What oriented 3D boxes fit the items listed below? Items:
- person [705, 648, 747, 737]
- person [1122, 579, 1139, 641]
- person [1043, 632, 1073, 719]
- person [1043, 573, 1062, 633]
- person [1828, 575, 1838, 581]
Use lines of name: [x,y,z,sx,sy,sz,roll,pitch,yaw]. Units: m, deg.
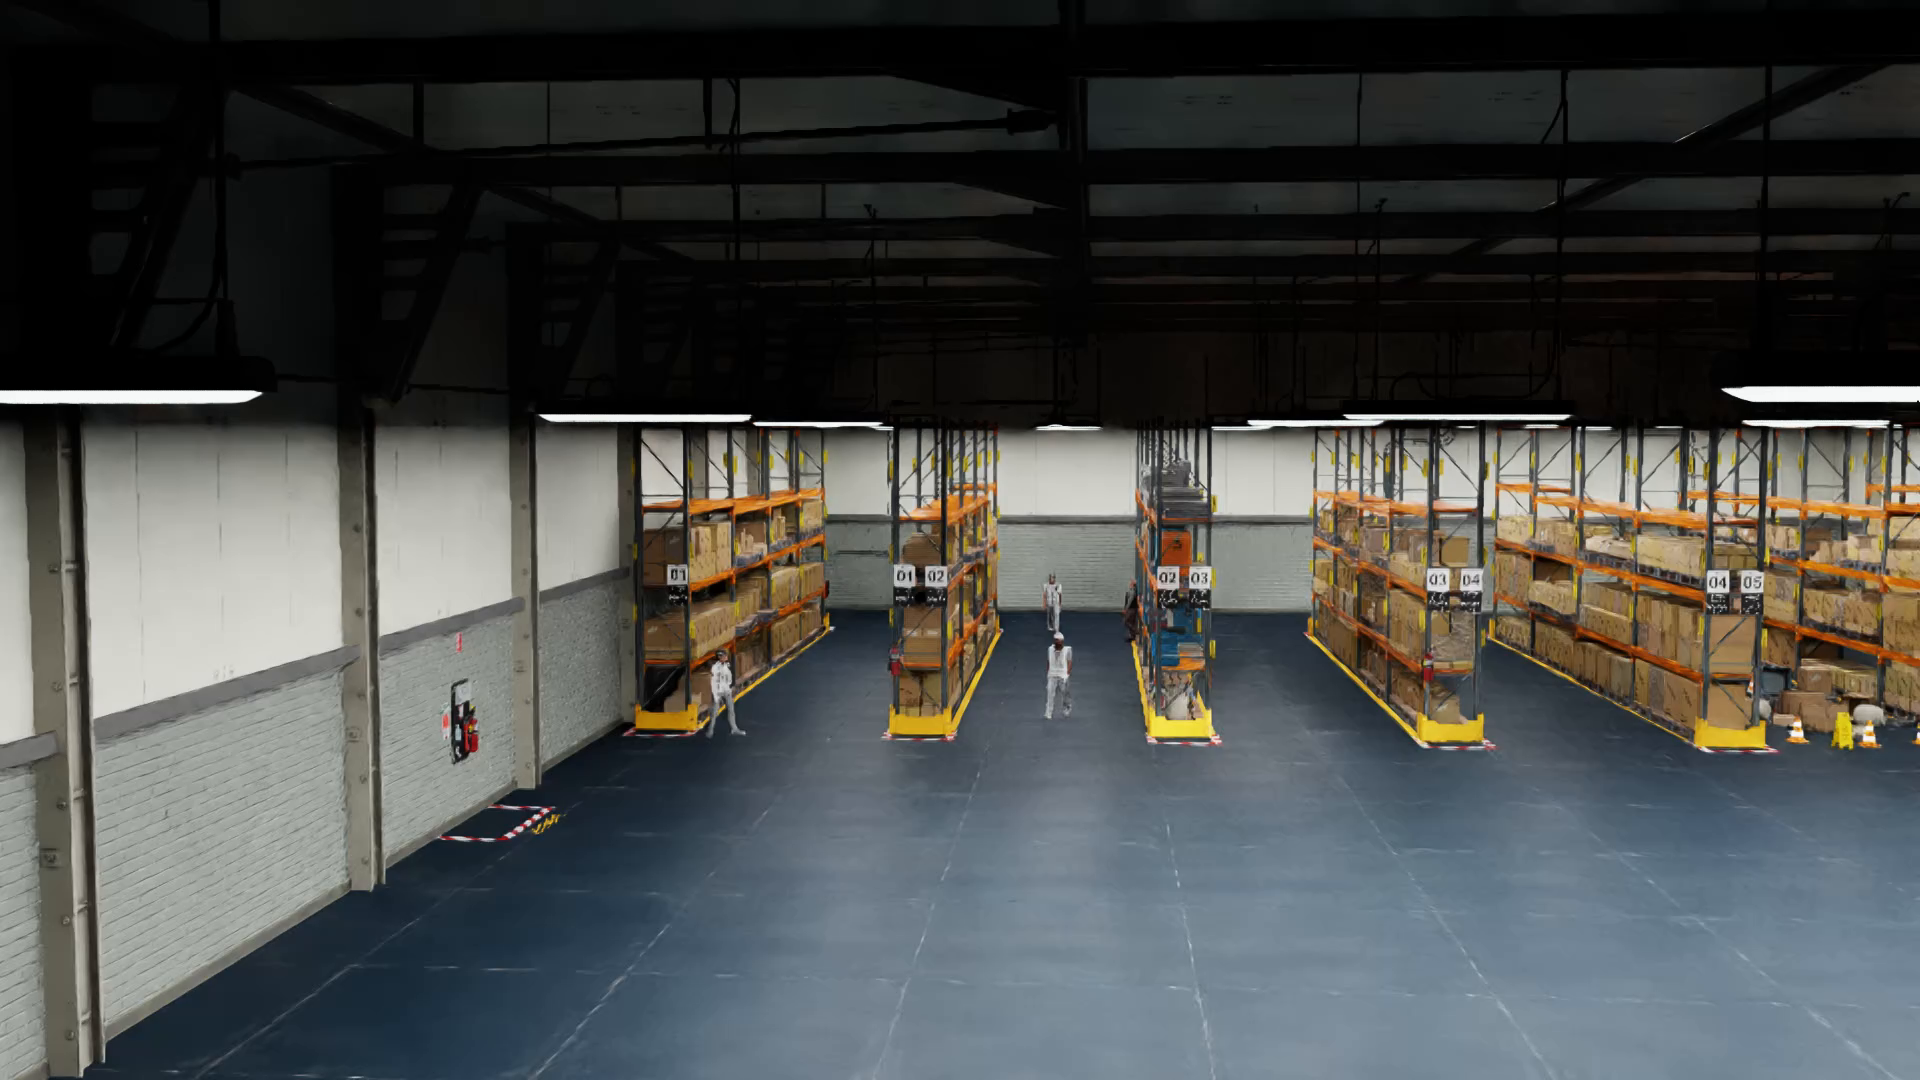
person: [-4.423,2.843,31.130,0.552,1.672,0.685,3,5,42]
person: [4.683,1.904,45.277,0.479,1.717,0.564,1,4,17]
person: [1.970,2.687,33.106,0.554,1.722,1.037,1,4,14]
person: [2.624,1.774,47.414,0.542,1.675,1.126,0,4,7]
person: [24.814,1.817,47.184,0.696,1.664,0.483,-2,4,-23]
